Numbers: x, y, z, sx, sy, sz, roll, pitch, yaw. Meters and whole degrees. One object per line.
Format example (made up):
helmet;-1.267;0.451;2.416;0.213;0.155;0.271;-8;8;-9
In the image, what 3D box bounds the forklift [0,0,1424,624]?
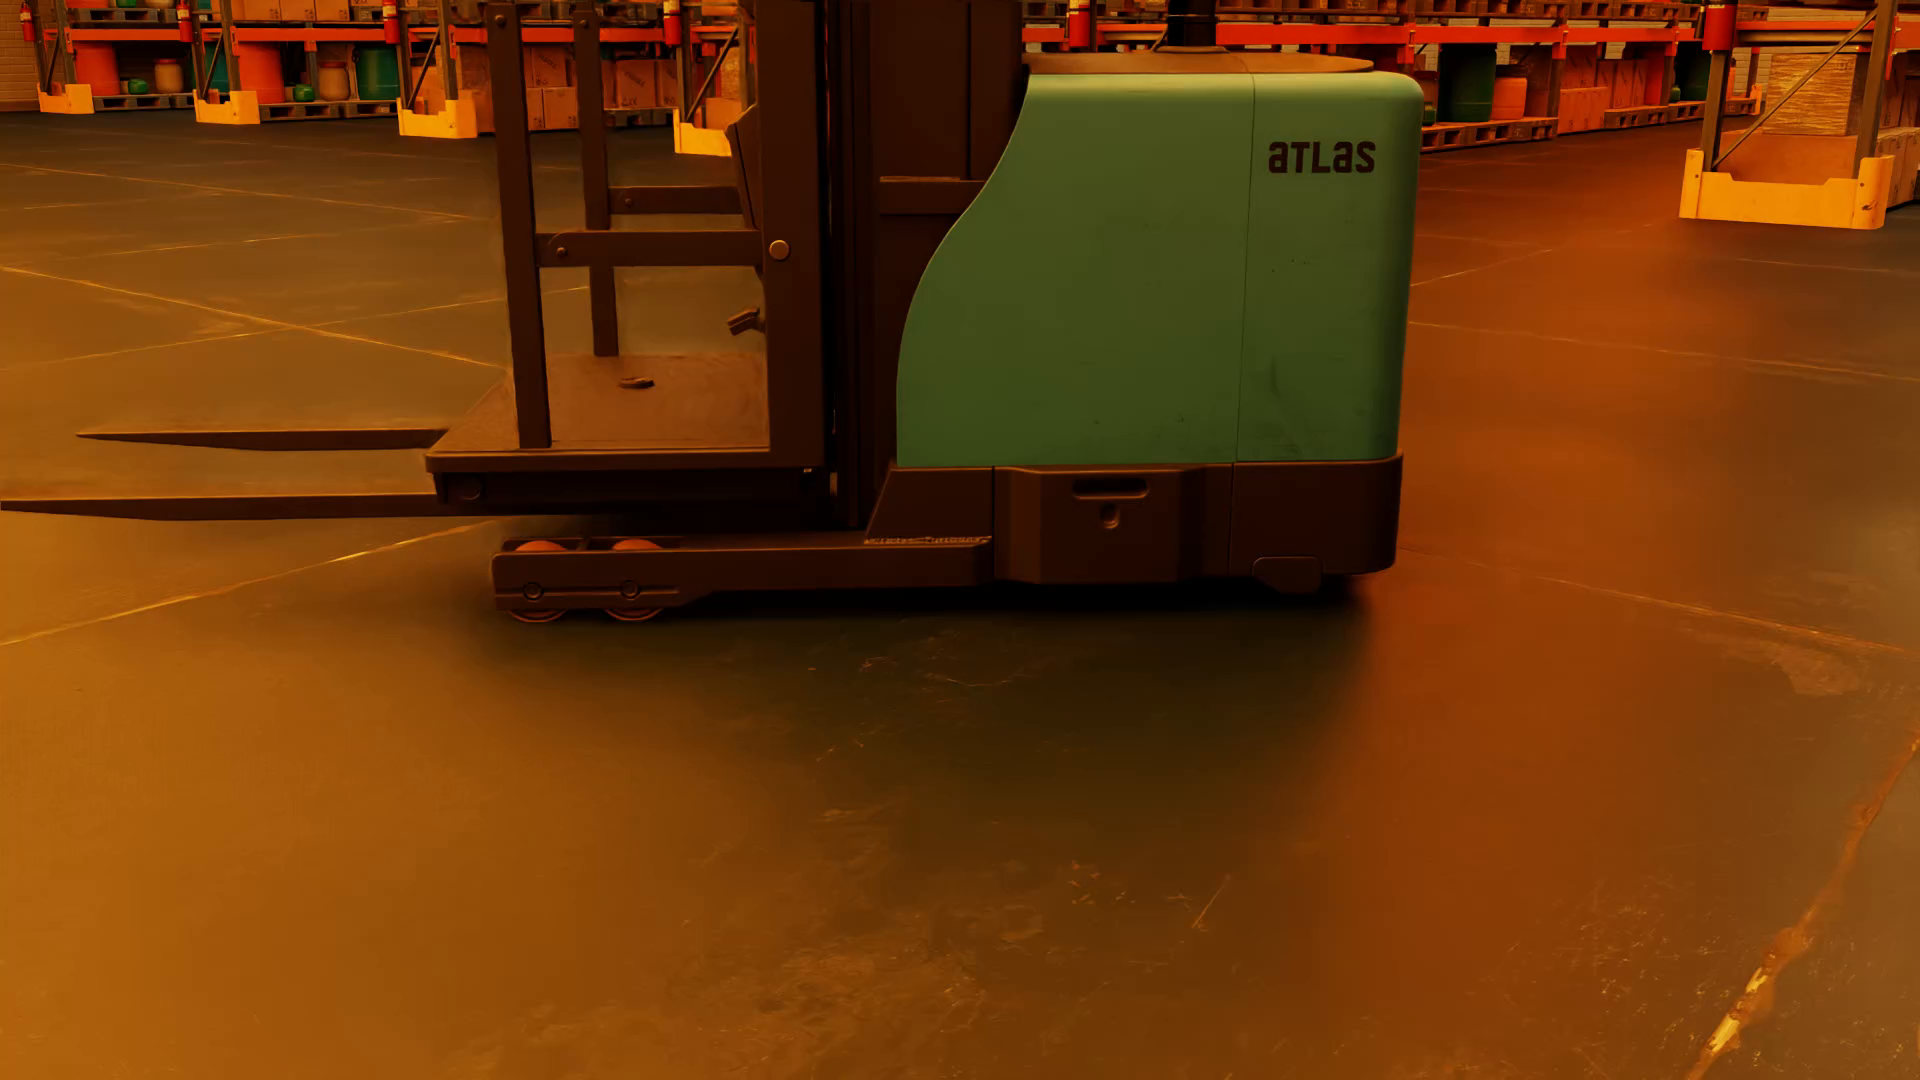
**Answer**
forklift;-0.610;-1.390;3.476;3.031;2.935;1.130;-1;17;-3
